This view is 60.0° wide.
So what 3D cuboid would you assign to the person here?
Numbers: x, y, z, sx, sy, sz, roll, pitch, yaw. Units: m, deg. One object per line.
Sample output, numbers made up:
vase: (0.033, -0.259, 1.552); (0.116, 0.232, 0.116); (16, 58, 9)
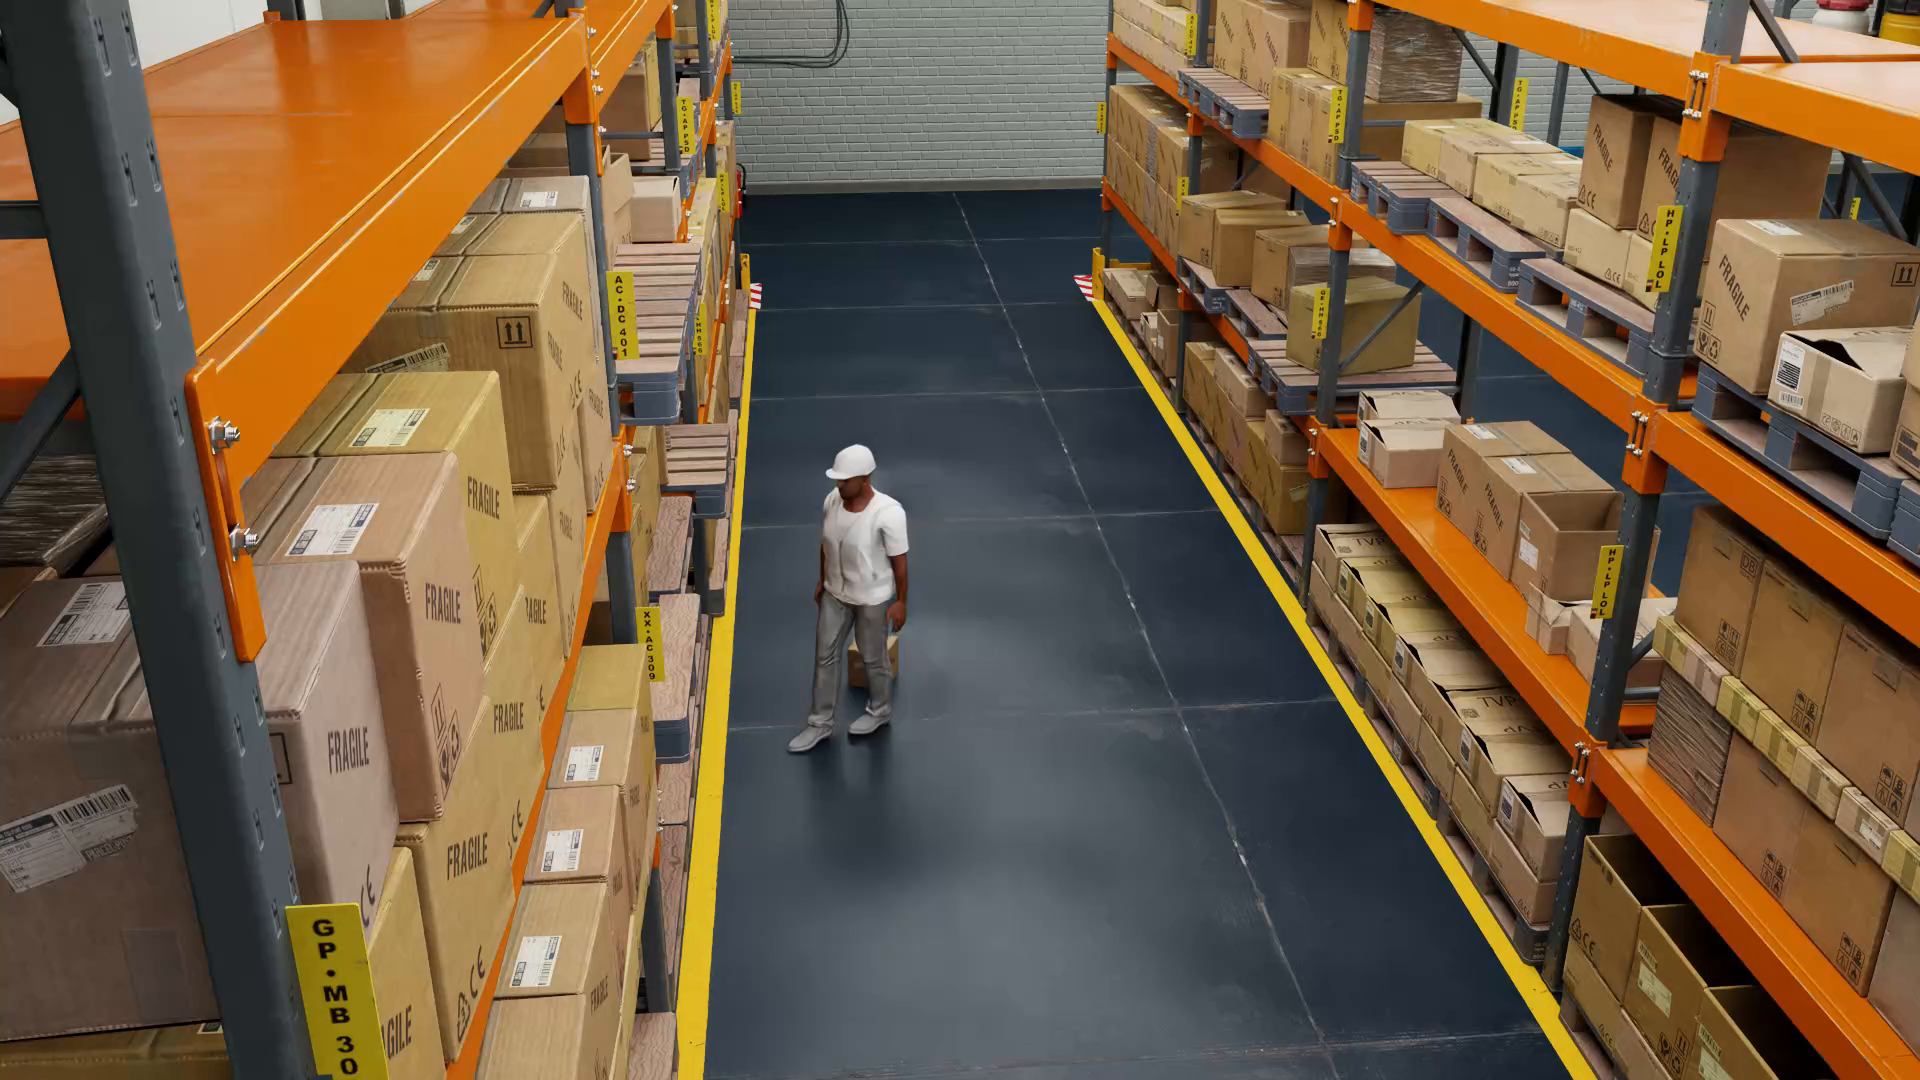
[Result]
person: (-0.643, 0.339, 9.266); (0.594, 1.758, 0.669); (15, 28, 30)
